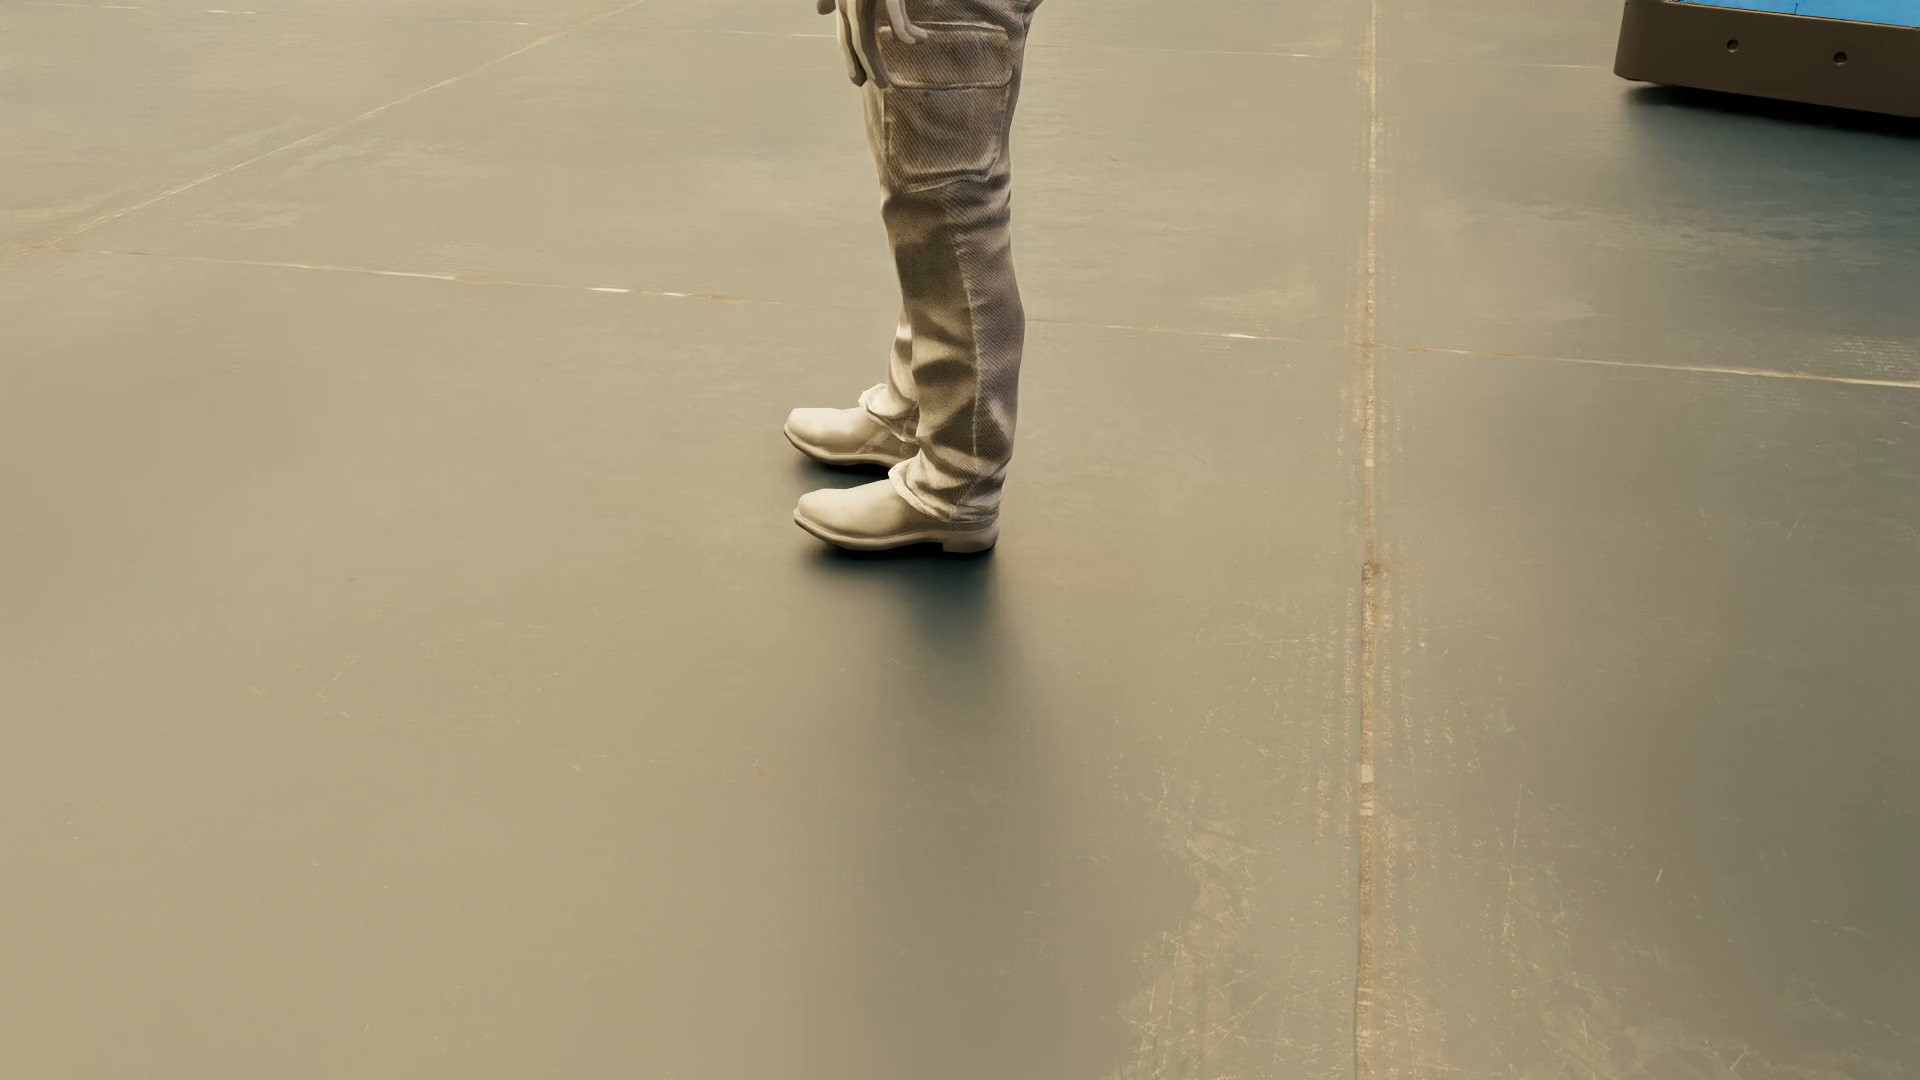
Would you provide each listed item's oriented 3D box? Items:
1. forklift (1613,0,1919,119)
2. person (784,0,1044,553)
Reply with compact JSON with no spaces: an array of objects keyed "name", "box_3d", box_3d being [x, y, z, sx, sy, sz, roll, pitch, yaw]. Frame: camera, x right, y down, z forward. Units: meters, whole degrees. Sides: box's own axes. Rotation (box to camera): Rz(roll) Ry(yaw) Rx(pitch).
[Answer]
[{"name":"forklift","box_3d":[14.521,-1.251,1.725,23.089,2.935,11.713,22,34,36]},{"name":"person","box_3d":[-0.076,-0.815,2.119,0.559,1.782,0.656,6,27,11]}]
